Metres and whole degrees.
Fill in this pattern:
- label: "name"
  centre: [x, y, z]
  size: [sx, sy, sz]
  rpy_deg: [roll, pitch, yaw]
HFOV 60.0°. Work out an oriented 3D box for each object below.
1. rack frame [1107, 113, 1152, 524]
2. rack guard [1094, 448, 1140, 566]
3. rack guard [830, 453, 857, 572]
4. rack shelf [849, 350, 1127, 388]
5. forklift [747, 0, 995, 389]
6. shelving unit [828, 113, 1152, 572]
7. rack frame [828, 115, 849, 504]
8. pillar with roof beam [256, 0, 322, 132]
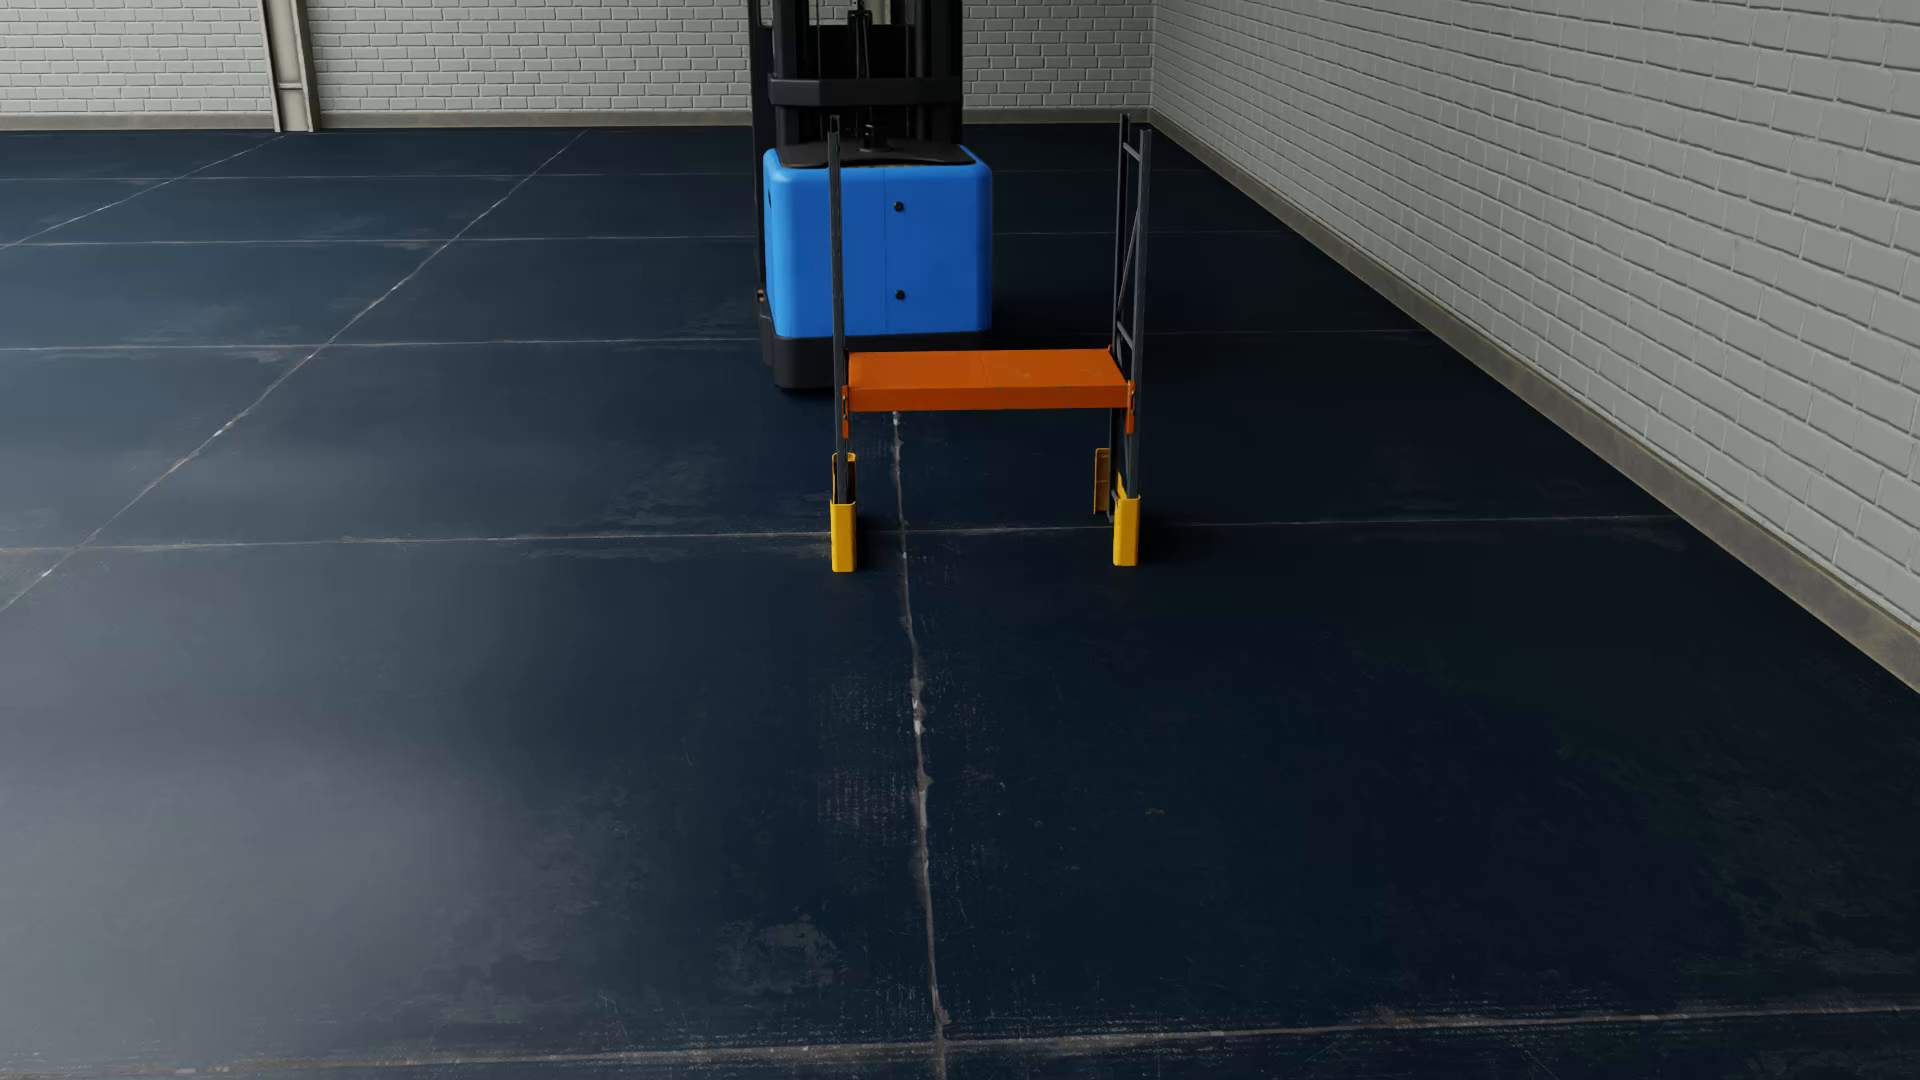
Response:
- label: "rack frame"
  centre: [0.593, -0.713, 5.886]
  size: [0.032, 1.500, 0.500]
  rpy_deg: [-1, 21, -3]
- label: "rack guard"
  centre: [0.573, -0.128, 6.107]
  size: [0.087, 0.250, 0.587]
  rpy_deg: [-1, 21, -3]
- label: "rack guard"
  centre: [-0.421, -0.108, 6.054]
  size: [0.087, 0.250, 0.587]
  rpy_deg: [-1, 21, -3]
- label: "rack shelf"
  centre: [0.085, -0.597, 5.899]
  size: [0.952, 0.026, 0.459]
  rpy_deg: [-1, 21, -3]
- label: "forklift"
  centre: [-15.332, -3.442, 11.043]
  size: [29.544, 2.935, 12.453]
  rpy_deg: [-3, 21, -8]
- label: "shelving unit"
  centre: [0.076, -0.702, 5.858]
  size: [1.083, 1.500, 0.587]
  rpy_deg: [-1, 21, -3]
- label: "rack frame"
  centre: [-0.422, -0.692, 5.832]
  size: [0.032, 1.500, 0.500]
  rpy_deg: [-1, 21, -3]
- label: "pillar with roof beam"
  centre: [-6.662, -6.963, 11.761]
  size: [0.400, 9.000, 9.100]
  rpy_deg: [-1, 21, -3]
